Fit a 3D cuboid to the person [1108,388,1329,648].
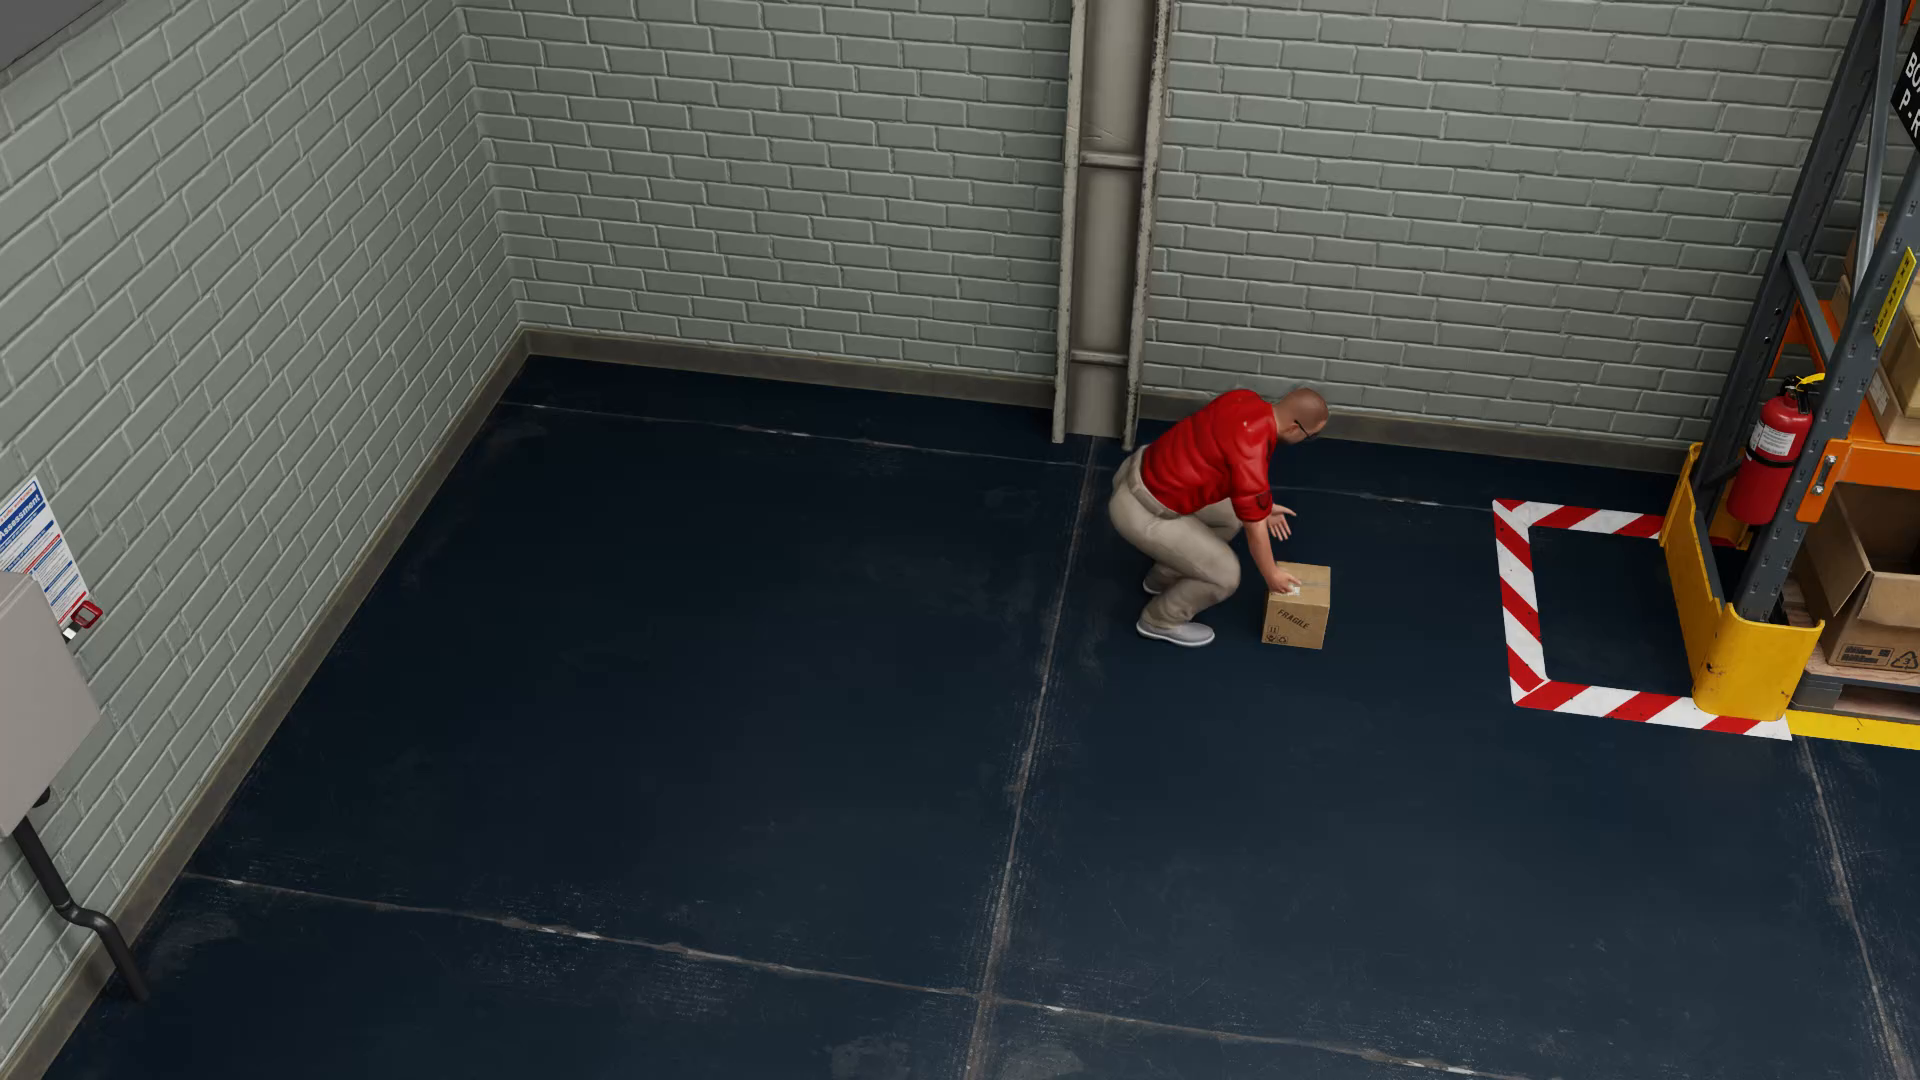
[{"bbox_3d":[1.021,-0.142,6.781,0.814,1.161,0.578,6,41,8],"label":"person"}]
